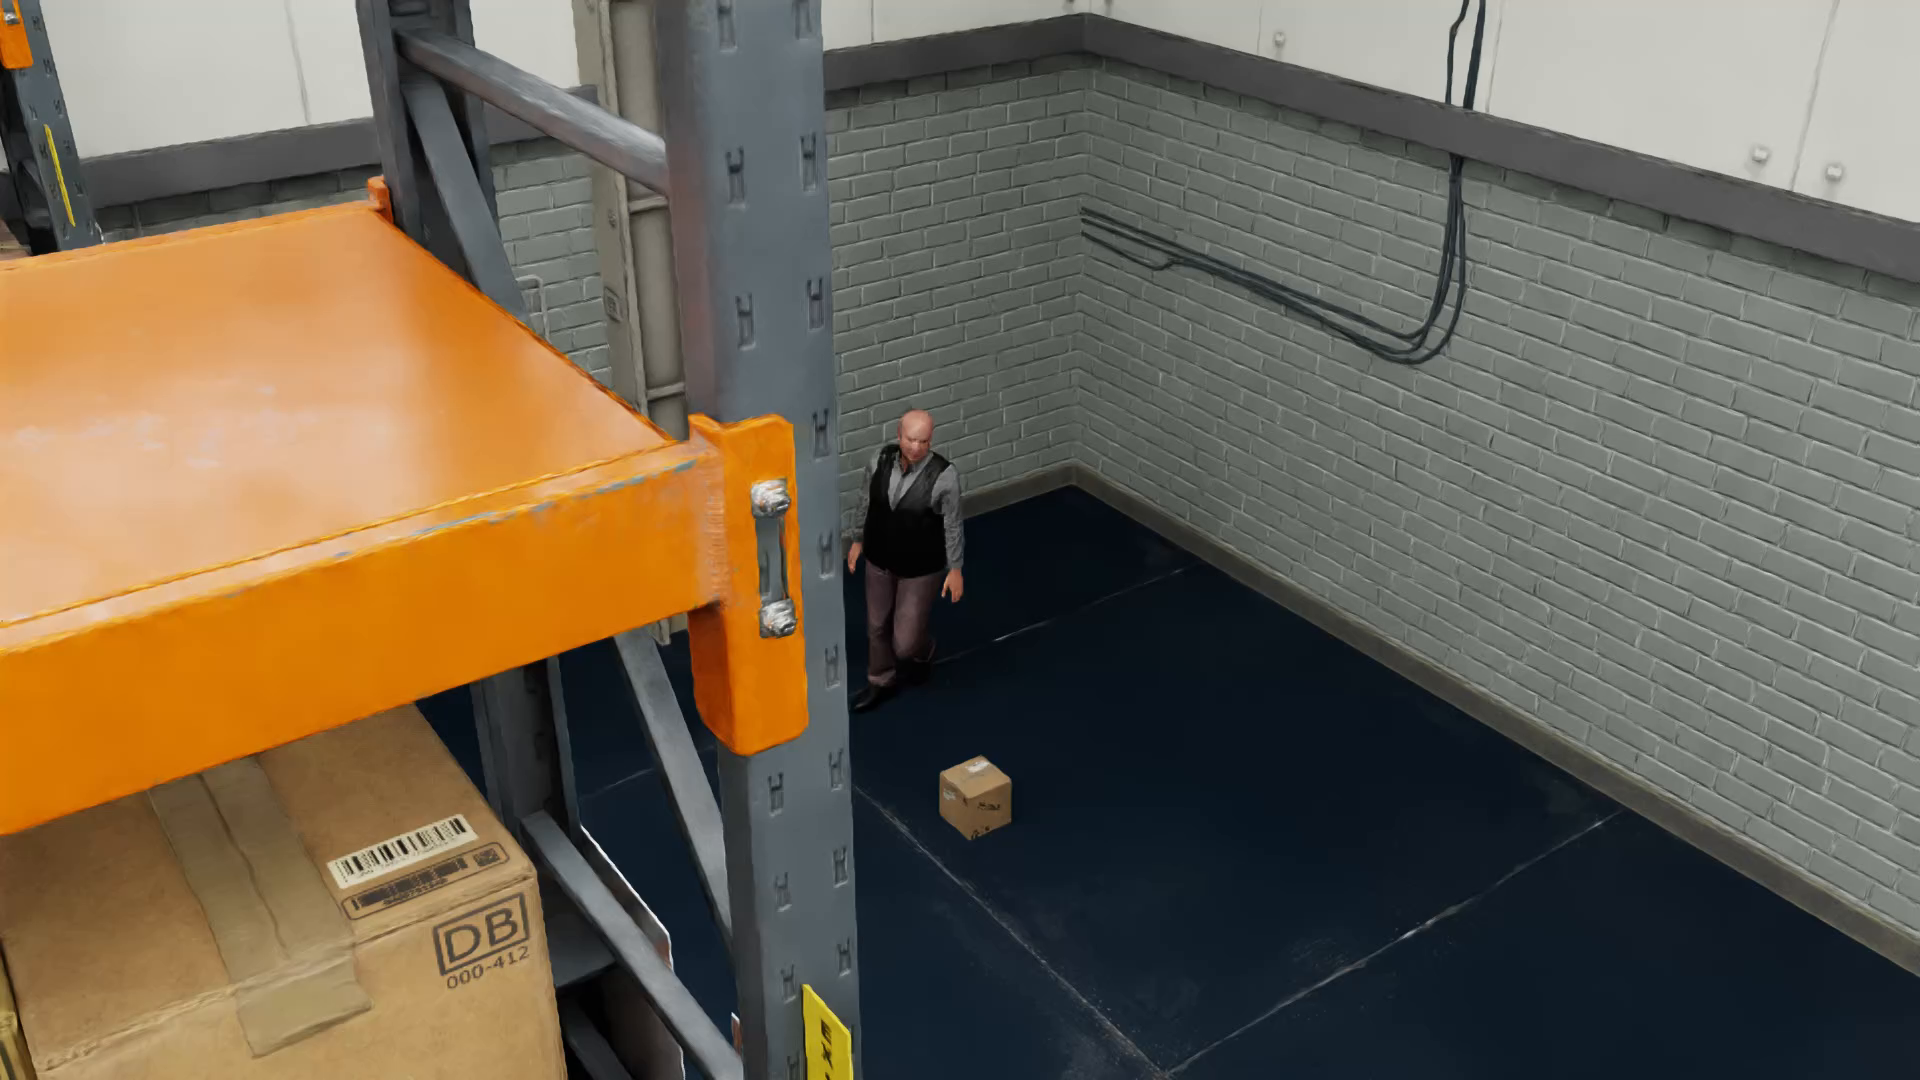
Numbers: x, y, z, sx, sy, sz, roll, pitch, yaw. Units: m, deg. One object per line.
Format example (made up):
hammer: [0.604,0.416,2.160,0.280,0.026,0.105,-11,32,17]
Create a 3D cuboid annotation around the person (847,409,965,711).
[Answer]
person: [-0.281,0.106,8.434,0.643,1.704,0.503,14,32,25]
